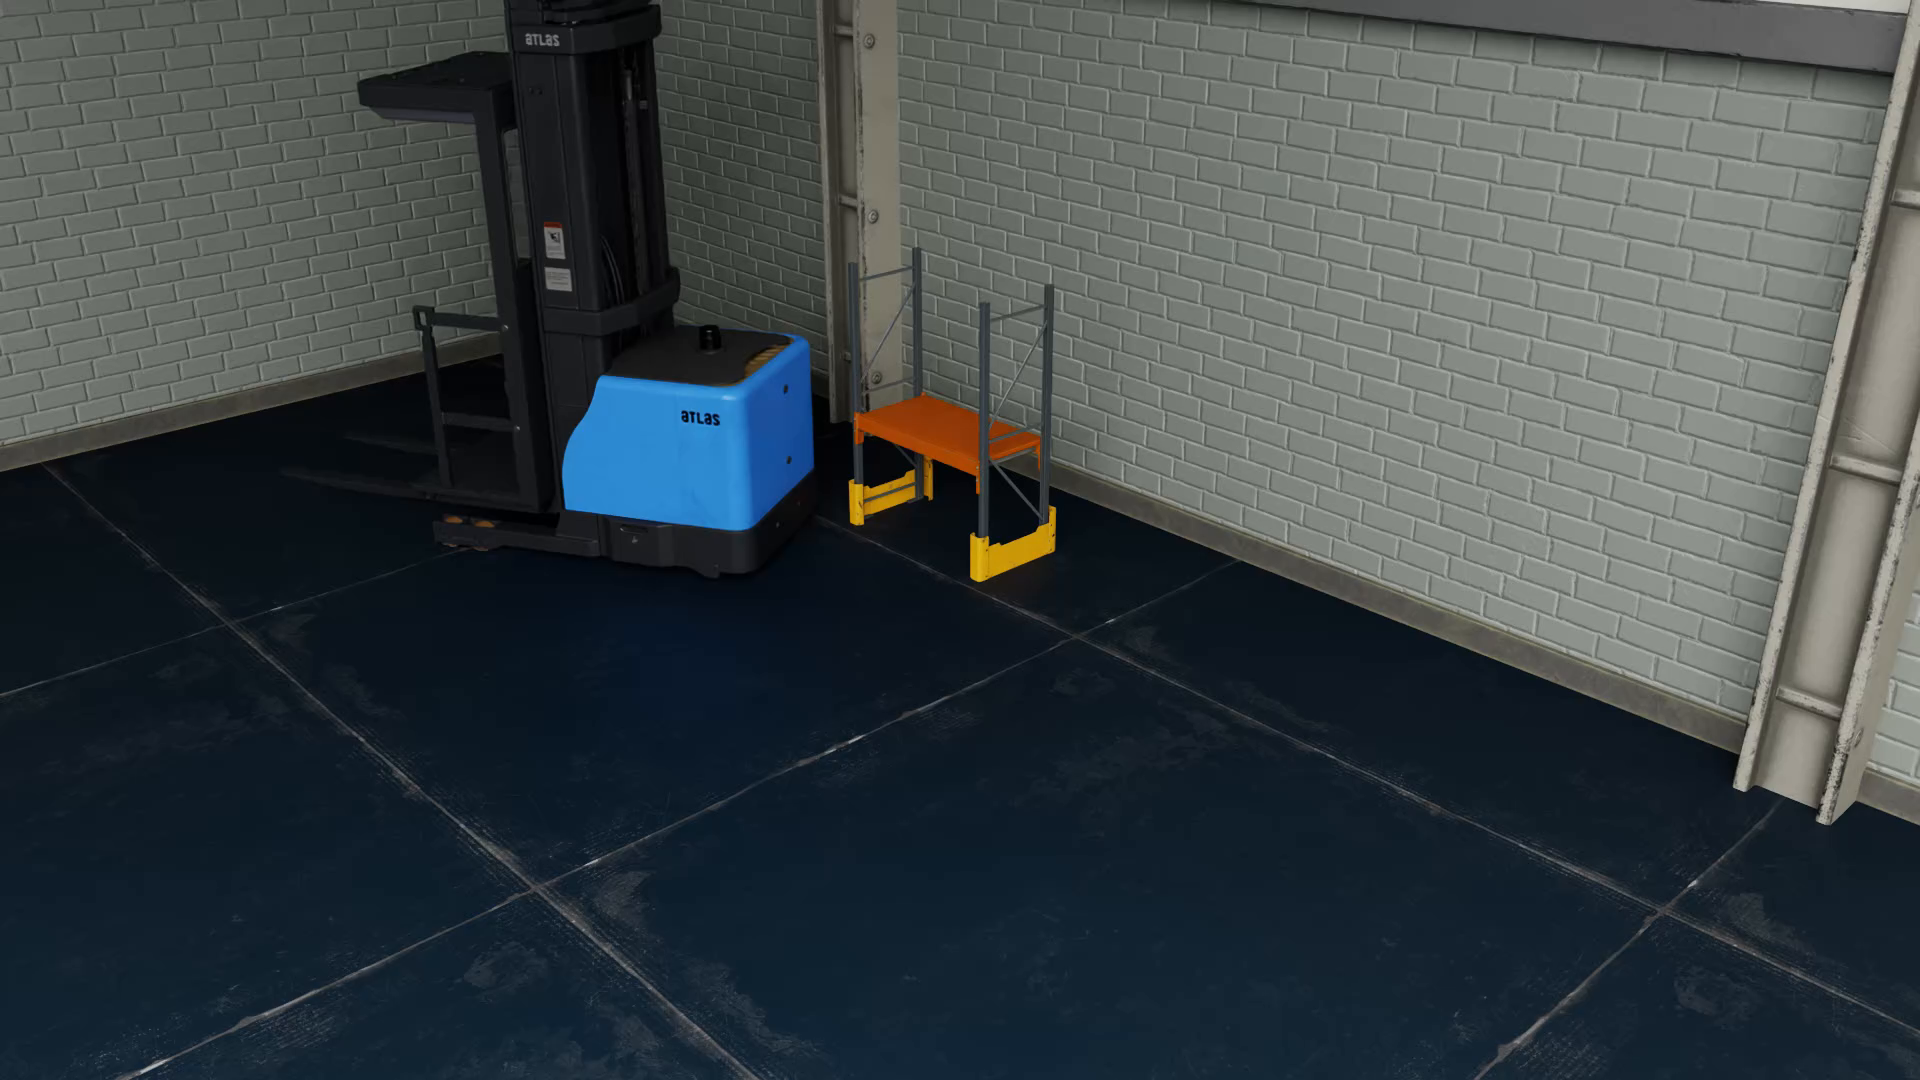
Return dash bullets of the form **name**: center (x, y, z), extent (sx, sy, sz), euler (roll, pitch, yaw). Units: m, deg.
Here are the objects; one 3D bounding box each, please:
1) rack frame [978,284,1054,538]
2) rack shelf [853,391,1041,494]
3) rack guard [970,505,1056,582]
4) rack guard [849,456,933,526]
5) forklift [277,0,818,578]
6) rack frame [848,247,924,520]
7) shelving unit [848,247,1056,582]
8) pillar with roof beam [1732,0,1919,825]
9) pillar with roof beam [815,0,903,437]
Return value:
- **rack frame**: center (0.289, -0.554, 8.658), extent (0.500, 1.500, 0.032), euler (-21, 32, -38)
- **rack shelf**: center (-0.058, -0.545, 9.070), extent (0.538, 0.185, 1.000), euler (-21, 32, -38)
- **rack guard**: center (0.288, 0.014, 8.918), extent (0.587, 0.250, 0.087), euler (-21, 32, -38)
- **rack guard**: center (-0.392, -0.288, 9.579), extent (0.587, 0.250, 0.087), euler (-21, 32, -38)
- **forklift**: center (-2.386, -1.470, 8.941), extent (3.031, 2.935, 1.130), euler (7, 25, 15)
- **rack frame**: center (-0.406, -0.862, 9.333), extent (0.500, 1.500, 0.032), euler (-21, 32, -38)
- **shelving unit**: center (-0.052, -0.705, 8.989), extent (0.587, 1.500, 1.083), euler (-21, 32, -38)
- **pillar with roof beam**: center (0.345, -1.821, 2.400), extent (9.100, 9.000, 0.400), euler (-21, 32, -38)
- **pillar with roof beam**: center (-3.756, -3.639, 6.385), extent (9.100, 9.000, 0.400), euler (-21, 32, -38)
